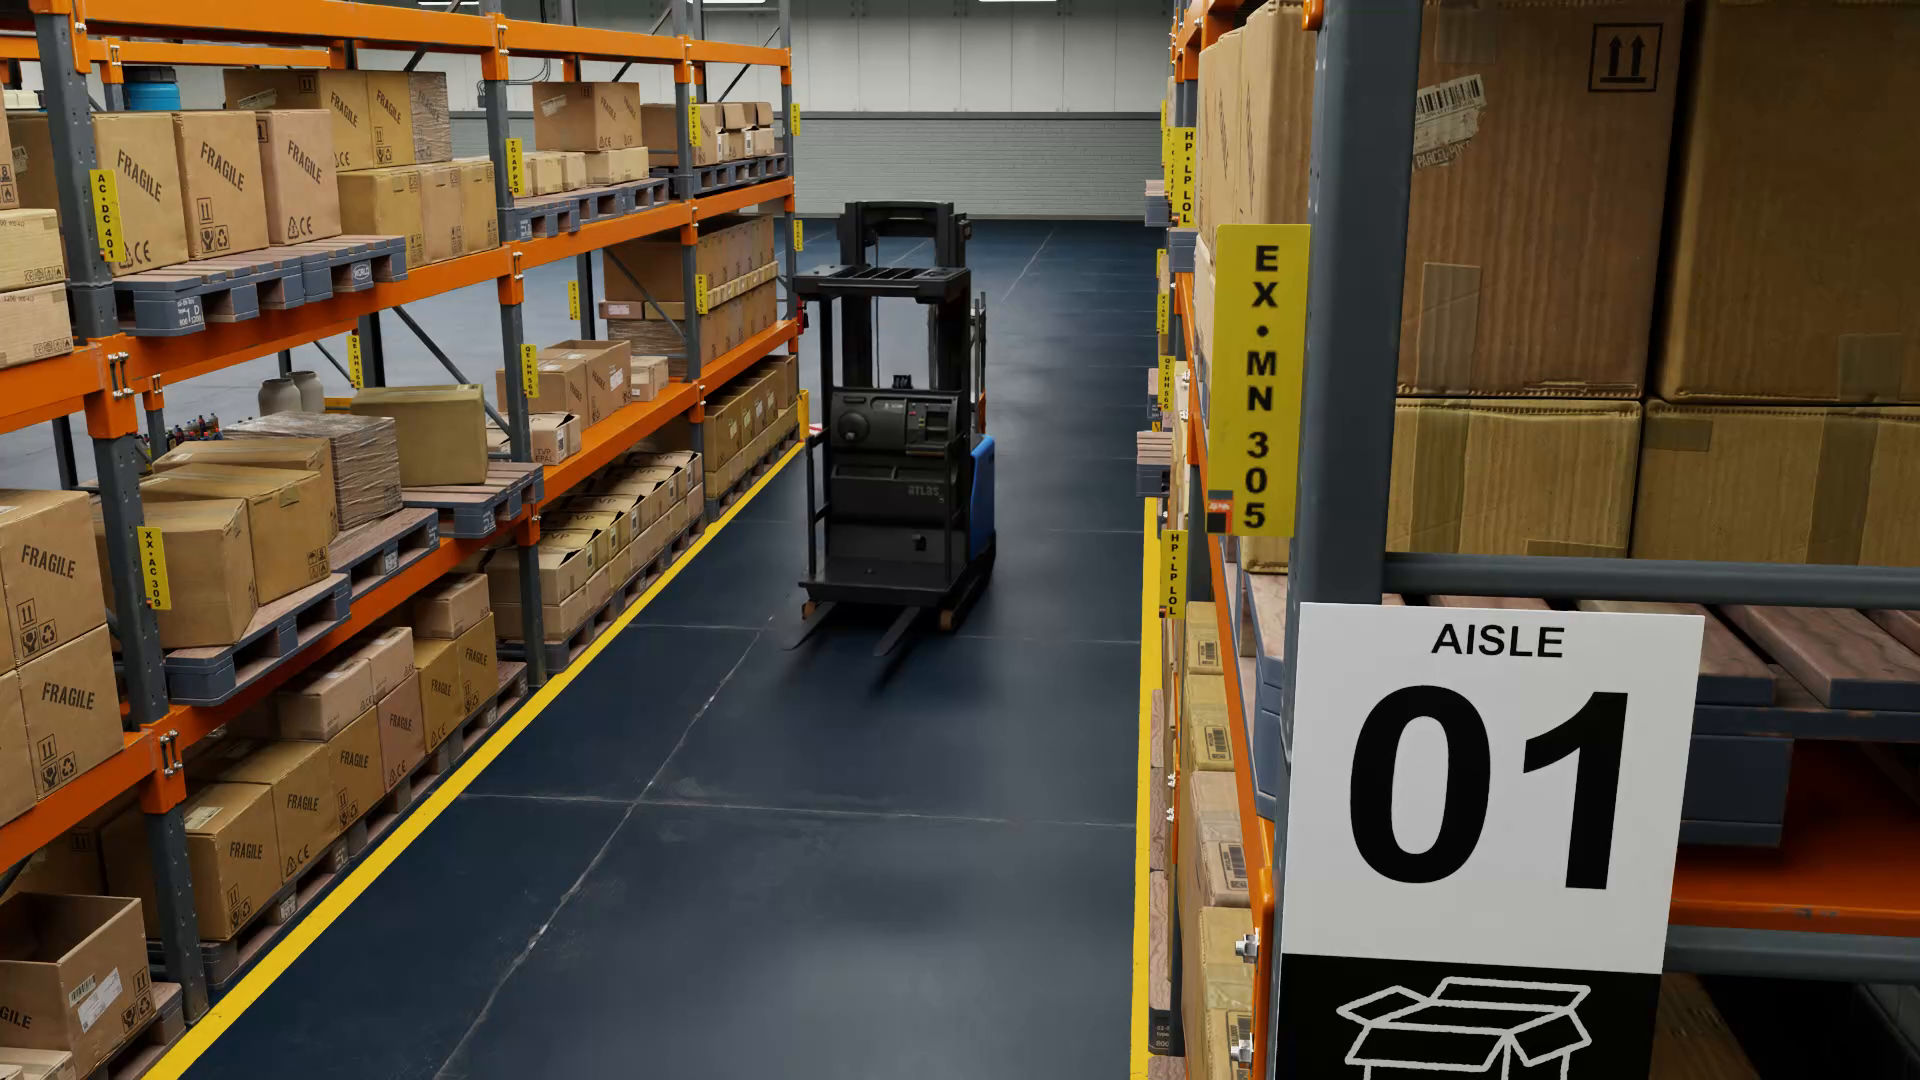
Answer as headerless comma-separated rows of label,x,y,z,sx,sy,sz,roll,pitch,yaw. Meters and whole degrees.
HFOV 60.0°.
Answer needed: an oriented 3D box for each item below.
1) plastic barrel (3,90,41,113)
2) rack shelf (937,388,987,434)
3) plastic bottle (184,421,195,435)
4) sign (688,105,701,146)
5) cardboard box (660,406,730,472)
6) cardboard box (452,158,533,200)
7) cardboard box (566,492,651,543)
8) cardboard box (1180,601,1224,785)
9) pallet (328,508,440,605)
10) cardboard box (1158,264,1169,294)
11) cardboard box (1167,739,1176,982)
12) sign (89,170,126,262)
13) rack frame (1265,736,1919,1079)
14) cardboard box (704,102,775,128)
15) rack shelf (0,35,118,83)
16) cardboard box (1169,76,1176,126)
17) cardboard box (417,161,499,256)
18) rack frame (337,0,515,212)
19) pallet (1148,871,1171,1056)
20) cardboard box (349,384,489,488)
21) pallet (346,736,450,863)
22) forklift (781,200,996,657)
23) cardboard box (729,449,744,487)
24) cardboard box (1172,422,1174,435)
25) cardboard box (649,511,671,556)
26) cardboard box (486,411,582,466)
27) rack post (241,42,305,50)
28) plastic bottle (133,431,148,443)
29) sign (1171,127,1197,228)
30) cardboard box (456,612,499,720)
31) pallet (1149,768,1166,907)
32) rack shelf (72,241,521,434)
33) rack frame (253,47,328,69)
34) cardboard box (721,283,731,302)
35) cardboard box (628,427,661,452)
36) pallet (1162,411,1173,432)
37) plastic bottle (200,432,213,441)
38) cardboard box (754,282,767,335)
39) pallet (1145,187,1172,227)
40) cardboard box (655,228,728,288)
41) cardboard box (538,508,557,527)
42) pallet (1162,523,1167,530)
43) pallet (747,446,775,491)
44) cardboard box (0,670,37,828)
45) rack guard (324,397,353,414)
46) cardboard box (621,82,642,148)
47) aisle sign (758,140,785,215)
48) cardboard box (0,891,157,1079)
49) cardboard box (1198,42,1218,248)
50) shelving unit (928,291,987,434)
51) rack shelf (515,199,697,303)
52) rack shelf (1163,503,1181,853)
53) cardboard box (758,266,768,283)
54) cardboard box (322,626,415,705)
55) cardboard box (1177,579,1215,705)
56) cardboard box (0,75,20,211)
plastic barrel,-7.557,-3.091,13.141,0.600,0.901,0.600,0,15,0
rack shelf,-0.019,-0.958,13.733,0.431,0.518,0.480,2,15,6
plastic bottle,-7.754,-1.066,16.742,0.097,0.271,0.097,0,15,0
sign,-2.180,-3.398,13.643,0.100,0.325,0.005,2,15,6
cardboard box,-2.357,-0.911,14.810,0.500,0.500,0.500,2,15,6
cardboard box,-3.135,-2.359,10.876,0.500,0.250,0.500,2,15,8
cardboard box,-2.652,-0.200,12.545,0.500,0.311,0.500,2,15,6
cardboard box,1.222,0.653,5.426,0.980,0.700,0.700,2,15,7
pallet,-3.386,0.072,8.516,1.003,0.211,1.213,2,15,6
cardboard box,2.171,-2.377,16.020,0.500,0.500,0.500,1,15,4
cardboard box,1.244,1.320,6.847,0.750,0.750,0.750,2,15,7
sign,-3.083,-1.171,6.009,0.100,0.325,0.005,2,15,6
rack frame,0.848,1.695,2.147,1.000,3.000,0.127,2,15,6
cardboard box,-2.338,-4.219,17.001,0.797,0.503,0.637,3,15,10
rack shelf,-7.867,-3.546,12.181,1.077,0.370,4.000,2,15,6
cardboard box,1.989,-3.544,13.629,0.500,0.500,0.500,0,15,1
cardboard box,-3.187,-1.907,9.530,0.910,0.500,0.500,2,15,6
rack frame,-3.171,-3.421,9.573,1.000,3.000,0.127,2,15,6
pallet,1.312,1.801,7.096,1.003,0.211,1.213,2,15,6
cardboard box,-3.131,-0.609,9.672,0.700,0.500,0.500,-3,16,-13
pallet,-3.433,1.329,8.842,1.003,0.211,1.213,2,15,6
forklift,-0.514,-0.866,11.750,1.130,2.935,3.031,3,15,11
cardboard box,-2.305,-0.679,15.388,0.500,0.250,0.500,2,15,6
cardboard box,1.442,-0.463,9.328,0.500,0.500,0.500,2,15,8
cardboard box,-2.595,-0.058,13.092,0.500,0.250,0.500,2,15,8
cardboard box,-2.878,-0.708,11.205,0.500,0.311,0.500,2,15,6
rack post,-7.402,-5.209,17.144,0.937,0.300,0.954,3,15,12
plastic bottle,-7.833,-0.868,15.858,0.144,0.351,0.185,1,15,3
sign,0.759,-1.205,5.533,0.100,0.325,0.005,2,15,6
cardboard box,-3.044,0.719,9.703,0.500,0.500,0.500,2,15,8
pallet,1.447,1.484,8.270,1.003,0.211,1.213,2,15,6
rack shelf,-3.397,-1.107,8.140,1.077,0.370,4.000,2,15,6
rack frame,-7.190,-5.643,17.790,1.000,3.000,0.127,2,15,6
cardboard box,-2.356,-2.322,15.569,0.380,0.149,0.250,1,15,5
cardboard box,-2.817,-1.056,15.346,0.500,0.500,0.500,2,15,6
pallet,1.934,-0.802,11.749,1.003,0.211,1.213,2,15,6
plastic bottle,-7.138,-0.840,15.754,0.144,0.351,0.185,2,15,8
cardboard box,-2.389,-2.391,17.066,0.700,0.500,0.500,2,15,8
pallet,1.913,-2.349,11.714,1.213,0.211,1.003,2,15,6
cardboard box,-2.563,-2.613,15.402,0.700,0.500,0.500,2,15,6
cardboard box,-3.245,-0.080,12.100,0.500,0.311,0.500,2,15,6
pallet,2.116,0.131,13.274,1.003,0.211,1.213,2,15,6
pallet,-2.454,-0.739,16.489,1.003,0.211,1.213,2,15,6
cardboard box,-3.481,0.735,5.505,0.500,0.500,0.500,2,15,8
rack guard,-7.152,-1.519,18.821,1.175,0.500,0.348,2,15,6
cardboard box,-2.829,-3.344,13.081,0.500,0.500,0.500,2,15,7
aisle sign,-1.970,-3.863,17.721,0.394,0.787,0.004,2,15,6
cardboard box,-3.405,1.663,6.211,0.500,0.500,0.500,2,15,6
cardboard box,0.889,-1.021,4.299,0.500,0.500,0.500,1,15,5
shelving unit,-0.019,-0.971,13.729,0.431,2.100,0.503,2,15,6
rack shelf,-2.946,-2.144,11.977,1.077,0.370,4.000,2,15,6
rack shelf,1.525,0.486,7.996,1.077,0.370,4.000,2,15,6
cardboard box,-2.179,-2.722,17.048,0.380,0.149,0.250,1,15,5
cardboard box,-3.157,0.637,8.569,0.500,0.250,0.500,1,15,5
cardboard box,1.101,0.329,6.400,0.500,0.500,0.500,1,15,5
cardboard box,-3.640,-1.339,5.514,0.700,0.500,0.500,2,15,6
